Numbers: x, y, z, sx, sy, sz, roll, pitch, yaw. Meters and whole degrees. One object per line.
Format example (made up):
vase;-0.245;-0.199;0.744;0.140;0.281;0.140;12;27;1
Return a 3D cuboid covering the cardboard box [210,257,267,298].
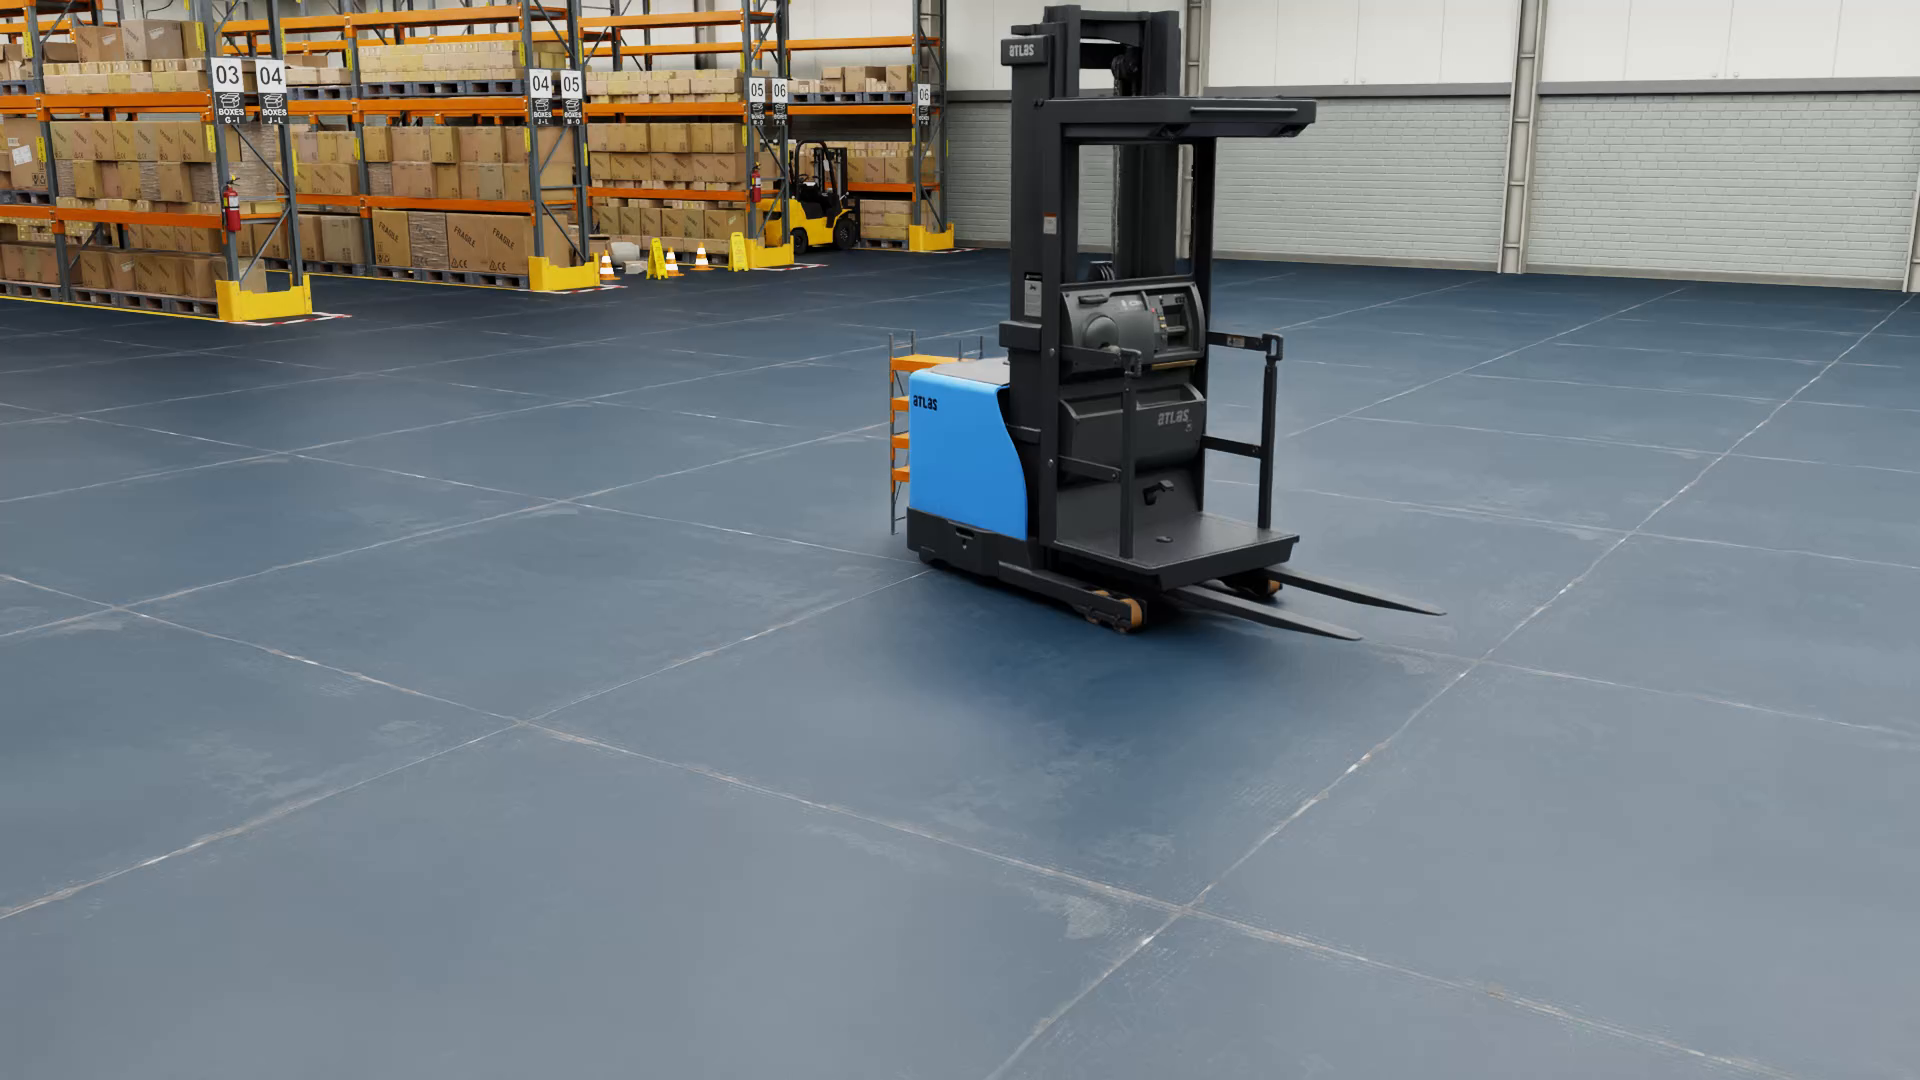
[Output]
cardboard box;-9.396;-3.408;21.674;0.500;0.500;0.500;13;19;43

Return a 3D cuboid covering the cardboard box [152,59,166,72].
cardboard box;-9.952;-5.984;20.994;0.250;0.149;0.380;9;17;33

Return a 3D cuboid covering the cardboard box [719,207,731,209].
cardboard box;-4.328;-5.775;30.196;0.500;0.500;0.500;8;16;31

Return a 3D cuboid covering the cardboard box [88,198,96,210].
cardboard box;-11.560;-4.560;22.524;0.250;0.149;0.380;9;17;33

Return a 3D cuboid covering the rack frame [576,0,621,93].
rack frame;-6.676;-9.754;30.501;0.127;3.000;1.000;9;17;33

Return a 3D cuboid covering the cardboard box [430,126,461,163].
cardboard box;-7.731;-6.163;25.916;0.500;0.550;0.875;9;17;33

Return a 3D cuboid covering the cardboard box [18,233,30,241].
cardboard box;-18.432;-6.030;33.000;0.250;0.149;0.380;9;17;33

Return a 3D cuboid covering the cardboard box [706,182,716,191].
cardboard box;-4.259;-6.242;29.319;0.250;0.149;0.380;9;16;32

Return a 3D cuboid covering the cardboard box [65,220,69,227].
cardboard box;-17.050;-6.128;32.157;0.250;0.149;0.380;10;17;35

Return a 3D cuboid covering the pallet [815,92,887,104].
pallet;-2.178;-8.973;33.769;1.213;0.211;1.003;9;17;33

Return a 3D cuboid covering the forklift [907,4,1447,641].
forklift;1.015;-1.111;8.211;1.130;2.935;3.031;-11;18;-37

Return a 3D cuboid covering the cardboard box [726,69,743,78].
cardboard box;-3.802;-8.014;28.574;0.250;0.149;0.380;9;17;33

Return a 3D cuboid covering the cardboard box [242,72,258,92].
cardboard box;-9.143;-5.829;21.199;0.500;0.250;0.500;10;17;34

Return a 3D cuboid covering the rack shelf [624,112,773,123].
rack shelf;-5.568;-9.208;36.031;4.000;0.370;1.077;9;17;33

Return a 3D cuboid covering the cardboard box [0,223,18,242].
cardboard box;-14.507;-4.614;24.946;0.500;0.250;0.500;12;18;39

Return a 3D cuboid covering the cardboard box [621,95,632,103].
cardboard box;-5.915;-7.987;30.125;0.250;0.149;0.380;10;17;34

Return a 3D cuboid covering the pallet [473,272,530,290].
pallet;-6.743;-4.043;25.718;1.213;0.211;1.003;9;17;33

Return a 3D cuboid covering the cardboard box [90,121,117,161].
cardboard box;-11.145;-5.300;22.082;0.500;0.500;0.500;9;17;33

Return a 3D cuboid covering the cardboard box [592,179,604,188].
cardboard box;-6.594;-6.614;30.823;0.250;0.149;0.380;9;17;33

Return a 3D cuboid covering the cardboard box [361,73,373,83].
cardboard box;-9.242;-7.312;26.316;0.250;0.149;0.380;9;16;32

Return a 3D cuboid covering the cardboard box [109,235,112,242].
cardboard box;-16.336;-5.883;32.406;0.250;0.149;0.380;10;17;34

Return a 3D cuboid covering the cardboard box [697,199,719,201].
cardboard box;-5.613;-7.157;36.563;0.625;0.625;0.875;8;16;31

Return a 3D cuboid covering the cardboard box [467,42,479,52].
cardboard box;-7.139;-7.359;24.848;0.250;0.149;0.380;10;17;34

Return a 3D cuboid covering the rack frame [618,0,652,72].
rack frame;-7.228;-11.281;36.668;0.127;3.000;1.000;9;17;33

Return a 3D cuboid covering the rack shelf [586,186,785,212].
rack shelf;-5.016;-6.225;30.225;4.000;0.370;1.077;9;17;33

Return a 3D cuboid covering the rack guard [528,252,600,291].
rack guard;-6.016;-4.089;25.300;0.348;0.500;1.175;9;17;33

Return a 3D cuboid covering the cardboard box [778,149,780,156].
cardboard box;-3.575;-8.066;34.608;0.250;0.149;0.380;10;17;34

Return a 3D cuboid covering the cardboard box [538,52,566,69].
cardboard box;-6.293;-7.201;25.040;0.500;0.250;0.500;9;17;33

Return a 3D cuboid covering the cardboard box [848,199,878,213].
cardboard box;-1.997;-6.783;33.750;0.500;0.250;0.500;9;17;34

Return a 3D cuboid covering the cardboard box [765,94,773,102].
cardboard box;-3.451;-7.749;29.166;0.250;0.149;0.380;9;17;33

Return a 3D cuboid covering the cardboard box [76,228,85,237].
cardboard box;-16.663;-5.892;31.821;0.250;0.149;0.380;8;16;30

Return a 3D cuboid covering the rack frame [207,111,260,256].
rack frame;-12.674;-6.378;29.347;0.127;3.000;1.000;9;17;33

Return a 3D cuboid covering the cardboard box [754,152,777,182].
cardboard box;-3.595;-6.618;29.487;0.500;0.500;0.500;9;16;32

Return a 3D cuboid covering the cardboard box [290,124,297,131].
cardboard box;-14.107;-8.834;35.629;0.250;0.149;0.380;9;17;33

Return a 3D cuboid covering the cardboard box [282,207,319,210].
cardboard box;-14.518;-7.101;36.724;0.875;0.438;0.875;9;16;31

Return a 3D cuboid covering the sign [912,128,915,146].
sign;-0.904;-7.867;32.458;0.005;0.325;0.100;9;17;33

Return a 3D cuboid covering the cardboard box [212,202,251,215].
cardboard box;-9.239;-4.205;21.091;0.250;0.149;0.380;9;17;33

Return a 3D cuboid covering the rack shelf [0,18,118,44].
rack shelf;-17.652;-9.744;31.963;4.000;0.370;1.077;9;17;33

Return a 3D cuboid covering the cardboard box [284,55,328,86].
cardboard box;-11.075;-7.958;28.196;0.500;0.500;0.500;9;17;33

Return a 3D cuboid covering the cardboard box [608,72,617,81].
cardboard box;-6.151;-8.390;30.094;0.250;0.149;0.380;9;16;31

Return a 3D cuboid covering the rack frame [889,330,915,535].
rack frame;-0.340;-0.637;9.901;0.015;1.200;0.240;9;17;33

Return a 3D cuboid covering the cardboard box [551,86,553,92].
cardboard box;-7.659;-8.548;31.307;0.500;0.250;0.500;9;17;33

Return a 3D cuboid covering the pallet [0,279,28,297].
pallet;-13.870;-3.780;24.656;1.213;0.211;1.003;9;17;33

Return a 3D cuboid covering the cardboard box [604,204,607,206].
cardboard box;-7.699;-7.373;37.695;0.500;0.500;0.500;10;17;34

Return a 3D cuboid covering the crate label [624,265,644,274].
crate label;-5.458;-4.543;27.890;0.298;0.136;0.250;1;14;4

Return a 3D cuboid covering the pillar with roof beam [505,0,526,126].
pillar with roof beam;-13.024;-11.232;36.471;0.400;9.000;9.100;9;17;33

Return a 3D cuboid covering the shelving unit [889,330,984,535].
shelving unit;-0.137;-0.605;9.769;0.503;1.200;0.258;9;17;33

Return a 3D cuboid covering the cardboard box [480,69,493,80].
cardboard box;-6.923;-6.937;24.803;0.250;0.149;0.380;9;17;34

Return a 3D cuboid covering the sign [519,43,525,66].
sign;-6.350;-7.047;24.126;0.005;0.325;0.100;9;17;33

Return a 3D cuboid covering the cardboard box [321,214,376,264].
cardboard box;-9.920;-5.019;27.664;0.750;0.750;1.050;9;17;33

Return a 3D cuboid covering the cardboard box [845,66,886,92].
cardboard box;-1.887;-9.221;33.299;0.500;0.500;0.700;9;17;33

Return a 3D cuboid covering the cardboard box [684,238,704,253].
cardboard box;-4.603;-5.301;29.843;0.500;0.250;0.500;9;17;33

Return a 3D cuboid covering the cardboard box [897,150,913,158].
cardboard box;-1.034;-7.650;32.927;0.250;0.149;0.380;9;17;34

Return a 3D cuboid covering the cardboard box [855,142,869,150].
cardboard box;-1.902;-7.928;33.428;0.250;0.149;0.380;10;17;34

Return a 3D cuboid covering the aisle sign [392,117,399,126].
aisle sign;-14.087;-10.654;41.211;0.004;0.787;0.394;9;17;33
